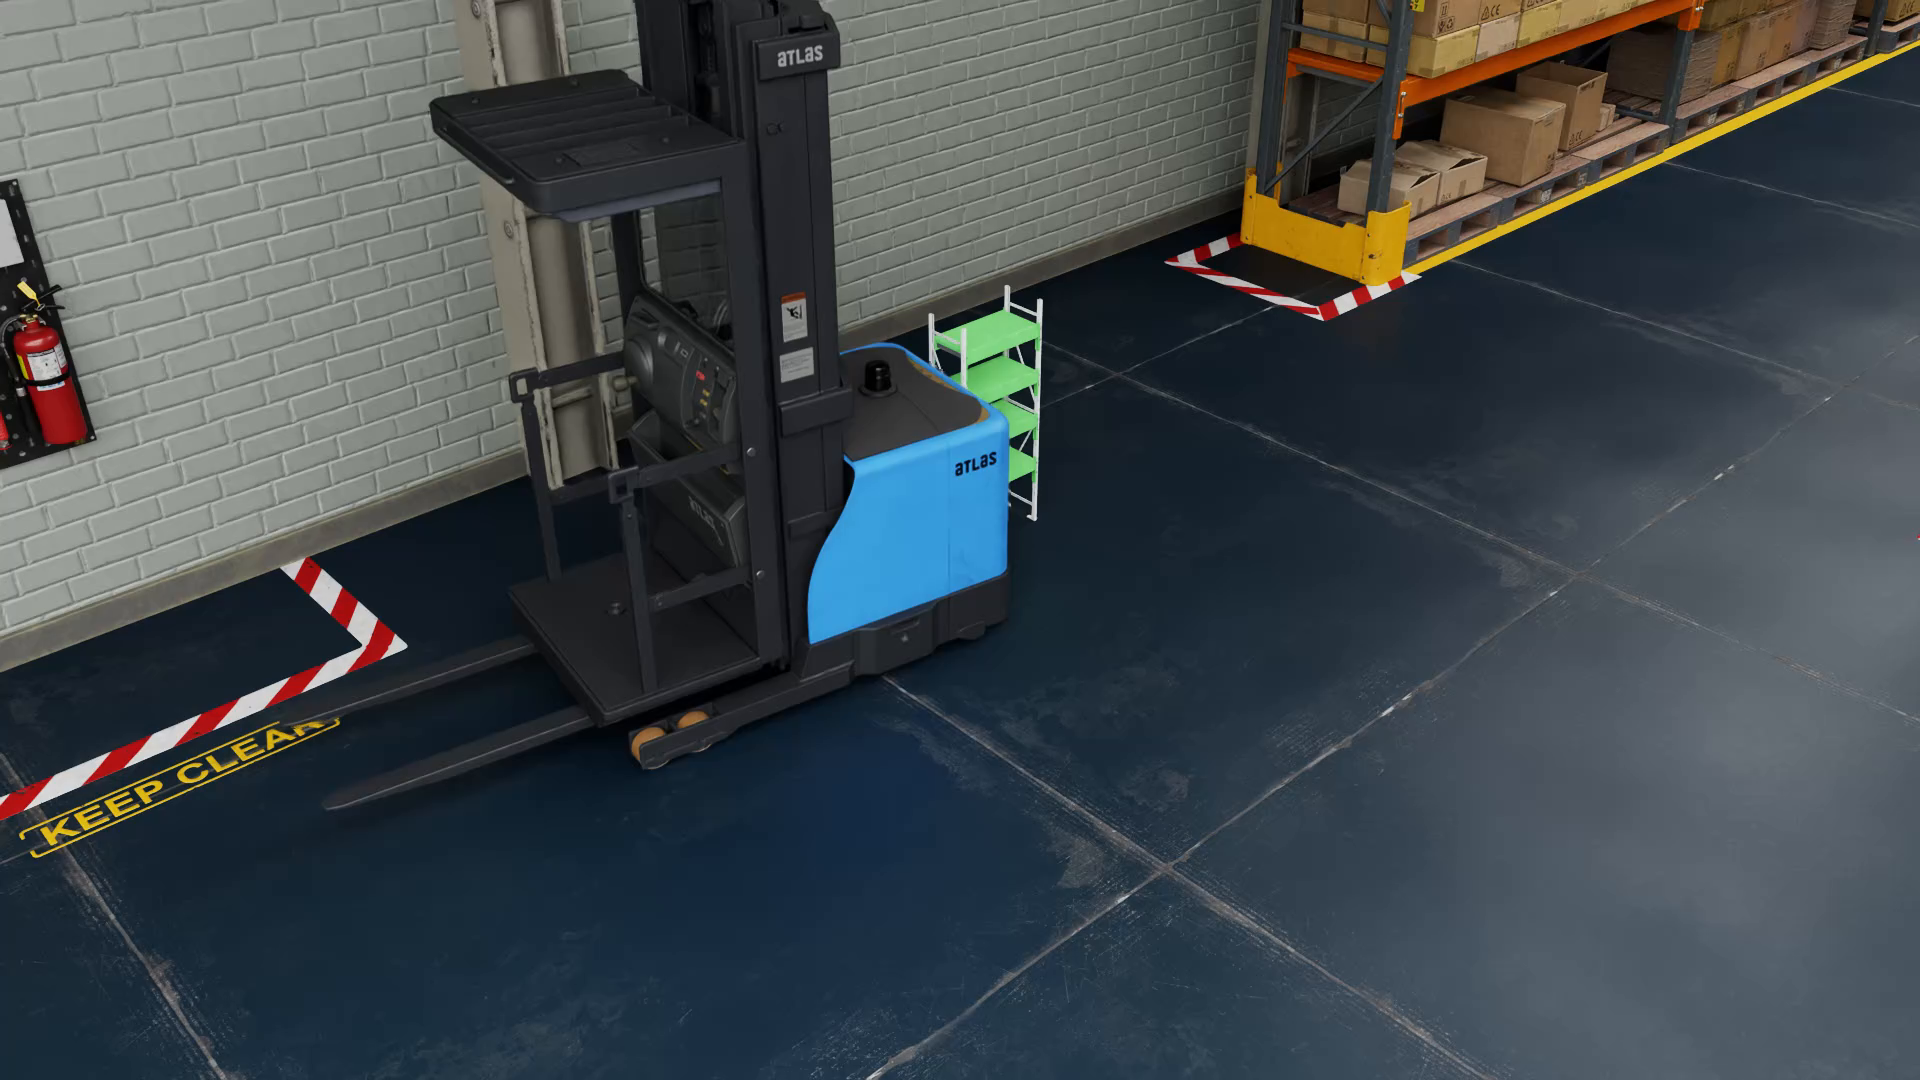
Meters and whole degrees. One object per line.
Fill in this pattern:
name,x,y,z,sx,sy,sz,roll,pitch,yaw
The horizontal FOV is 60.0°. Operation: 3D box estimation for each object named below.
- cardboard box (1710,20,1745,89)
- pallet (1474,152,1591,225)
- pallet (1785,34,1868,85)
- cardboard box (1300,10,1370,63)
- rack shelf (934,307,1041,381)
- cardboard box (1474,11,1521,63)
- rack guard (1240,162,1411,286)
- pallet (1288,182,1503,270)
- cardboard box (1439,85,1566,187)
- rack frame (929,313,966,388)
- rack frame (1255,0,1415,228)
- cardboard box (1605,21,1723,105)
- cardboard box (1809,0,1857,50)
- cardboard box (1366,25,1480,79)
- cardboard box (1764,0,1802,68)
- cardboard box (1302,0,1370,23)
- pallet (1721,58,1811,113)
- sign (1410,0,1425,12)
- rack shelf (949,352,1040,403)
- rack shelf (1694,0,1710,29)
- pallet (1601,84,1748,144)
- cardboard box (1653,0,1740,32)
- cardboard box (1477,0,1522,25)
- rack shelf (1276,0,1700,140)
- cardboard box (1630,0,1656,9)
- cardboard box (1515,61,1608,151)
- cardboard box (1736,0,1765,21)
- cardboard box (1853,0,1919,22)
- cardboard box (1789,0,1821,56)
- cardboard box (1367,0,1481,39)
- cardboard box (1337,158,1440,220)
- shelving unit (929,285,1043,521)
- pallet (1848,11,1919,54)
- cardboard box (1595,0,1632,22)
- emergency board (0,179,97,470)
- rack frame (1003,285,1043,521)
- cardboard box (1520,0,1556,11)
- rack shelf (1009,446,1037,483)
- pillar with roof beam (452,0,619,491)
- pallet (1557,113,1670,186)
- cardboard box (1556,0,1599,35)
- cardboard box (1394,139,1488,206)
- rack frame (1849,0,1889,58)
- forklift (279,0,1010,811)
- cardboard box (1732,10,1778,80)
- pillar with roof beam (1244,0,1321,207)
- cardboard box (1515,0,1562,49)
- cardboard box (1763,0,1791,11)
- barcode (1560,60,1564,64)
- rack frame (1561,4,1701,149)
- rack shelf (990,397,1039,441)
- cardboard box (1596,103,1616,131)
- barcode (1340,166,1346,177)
cardboard box,6.216,-4.212,14.238,0.500,0.500,0.700,-27,40,-36
pallet,3.979,-2.745,12.536,1.213,0.211,1.003,-26,40,-35
pallet,7.702,-4.574,15.527,1.213,0.211,1.003,-26,40,-35
cardboard box,2.620,-3.387,11.038,0.500,0.250,0.500,-25,39,-35
rack shelf,0.121,-0.926,7.816,0.480,0.148,0.258,-26,40,-35
cardboard box,3.354,-3.388,11.040,0.500,0.250,0.500,-27,41,-37
rack guard,2.465,-2.163,11.308,0.348,0.500,1.175,-26,40,-35
pallet,3.085,-2.314,11.832,1.213,0.211,1.003,-26,40,-35
cardboard box,3.968,-2.978,12.219,0.700,0.500,0.500,26,40,36
rack frame,-0.058,-0.484,7.891,0.015,1.200,0.240,-26,40,-35
rack frame,2.409,-3.202,10.612,0.127,3.000,1.000,-26,40,-35
cardboard box,5.871,-4.010,13.906,0.500,0.500,0.700,-24,39,-34
cardboard box,7.783,-4.886,15.339,0.500,0.500,0.700,-25,39,-35
cardboard box,2.983,-3.198,10.730,0.500,0.250,0.500,-27,41,-37
cardboard box,6.981,-4.560,14.807,0.500,0.500,0.700,-26,40,-36
cardboard box,2.610,-3.715,10.856,0.500,0.500,0.500,-26,40,-36
pallet,6.807,-4.143,14.823,1.213,0.211,1.003,-26,40,-35
sign,2.778,-3.364,10.046,0.005,0.325,0.100,-26,40,-35
rack shelf,0.121,-0.721,7.941,0.480,0.148,0.258,-26,40,-35
rack shelf,6.809,-5.024,14.280,4.000,0.370,1.077,-26,40,-35
pallet,5.912,-3.708,14.112,1.213,0.211,1.003,-26,40,-35
cardboard box,6.192,-4.487,13.968,0.500,0.250,0.500,-27,40,-36
cardboard box,3.333,-3.693,10.819,0.500,0.500,0.500,-26,40,-35
rack shelf,3.876,-3.605,11.959,4.000,0.370,1.077,-26,40,-35
cardboard box,4.830,-4.108,12.217,0.500,0.250,0.500,-26,40,-35
cardboard box,4.609,-3.359,12.842,0.500,0.500,0.500,26,40,35
cardboard box,6.570,-4.673,14.273,0.500,0.250,0.500,-27,41,-37
cardboard box,8.904,-5.513,16.048,0.750,0.750,0.750,-26,40,-36
cardboard box,7.326,-4.748,15.113,0.500,0.500,0.700,-26,40,-36
cardboard box,2.964,-3.521,10.539,0.500,0.500,0.500,-26,40,-35
cardboard box,2.978,-2.454,11.543,0.500,0.311,0.500,24,39,34
shelving unit,0.121,-0.571,8.033,0.503,1.200,0.258,-26,40,-35
pallet,8.905,-5.101,16.390,1.213,0.211,1.003,-26,40,-35
cardboard box,4.472,-3.924,11.916,0.500,0.250,0.500,-26,40,-36
emergency board,-3.903,-0.791,6.669,0.643,1.169,0.194,-26,40,-35
rack frame,0.300,-0.657,8.175,0.015,1.200,0.240,-26,40,-35
cardboard box,3.716,-3.873,11.115,0.500,0.500,0.500,-27,41,-37
rack shelf,0.121,-0.311,8.192,0.480,0.148,0.258,-26,40,-35
pillar with roof beam,0.862,-2.566,3.820,0.400,9.000,9.100,-26,40,-35
pallet,4.874,-3.180,13.248,1.213,0.211,1.003,-26,40,-35
cardboard box,4.104,-3.745,11.624,0.500,0.250,0.500,-25,40,-35
cardboard box,3.396,-2.656,11.874,0.500,0.311,0.500,-22,38,-32
rack frame,8.276,-6.040,15.252,0.127,3.000,1.000,-26,40,-35
forklift,-1.284,-0.639,6.485,3.031,2.935,1.130,-19,36,-28
cardboard box,6.617,-4.378,14.508,0.500,0.500,0.700,-25,40,-35
pillar with roof beam,5.262,-4.694,7.300,0.400,9.000,9.100,-26,40,-35
cardboard box,3.732,-3.566,11.332,0.500,0.250,0.500,-27,40,-36
cardboard box,6.949,-4.843,14.551,0.500,0.250,0.500,-26,40,-36
barcode,4.783,-3.779,13.223,0.075,0.075,0.001,-26,40,-35
rack frame,5.342,-4.621,12.932,0.127,3.000,1.000,-26,40,-35
rack shelf,0.121,-0.516,8.066,0.480,0.148,0.258,-26,40,-35
cardboard box,4.971,-3.399,13.227,0.380,0.166,0.250,23,38,33
barcode,2.719,-2.617,11.802,0.075,0.075,0.001,-26,40,-35
